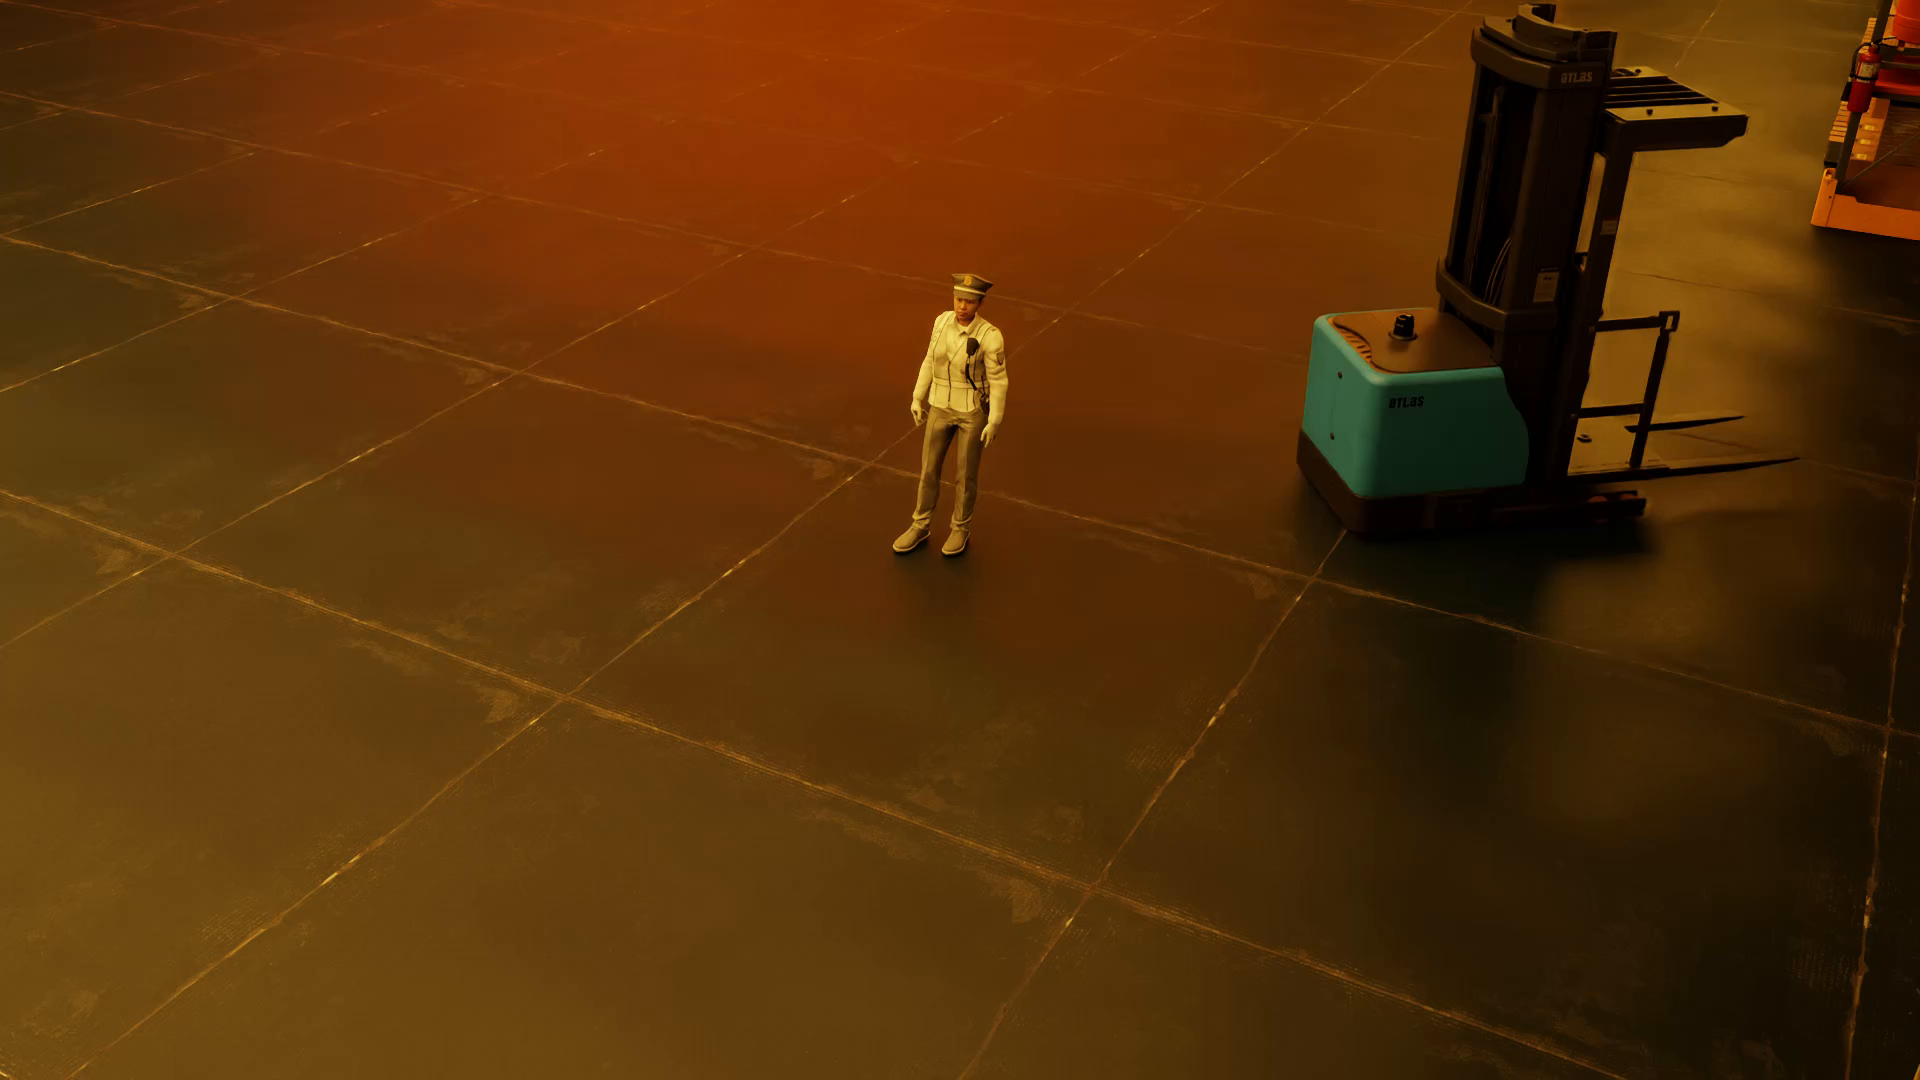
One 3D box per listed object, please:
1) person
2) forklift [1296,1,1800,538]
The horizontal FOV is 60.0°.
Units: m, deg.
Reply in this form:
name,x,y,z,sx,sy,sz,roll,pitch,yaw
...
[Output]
name,x,y,z,sx,sy,sz,roll,pitch,yaw
person,-0.038,-0.713,9.528,0.588,1.696,0.533,15,33,25
forklift,3.735,-1.627,9.889,3.031,2.935,1.130,-5,30,-9
